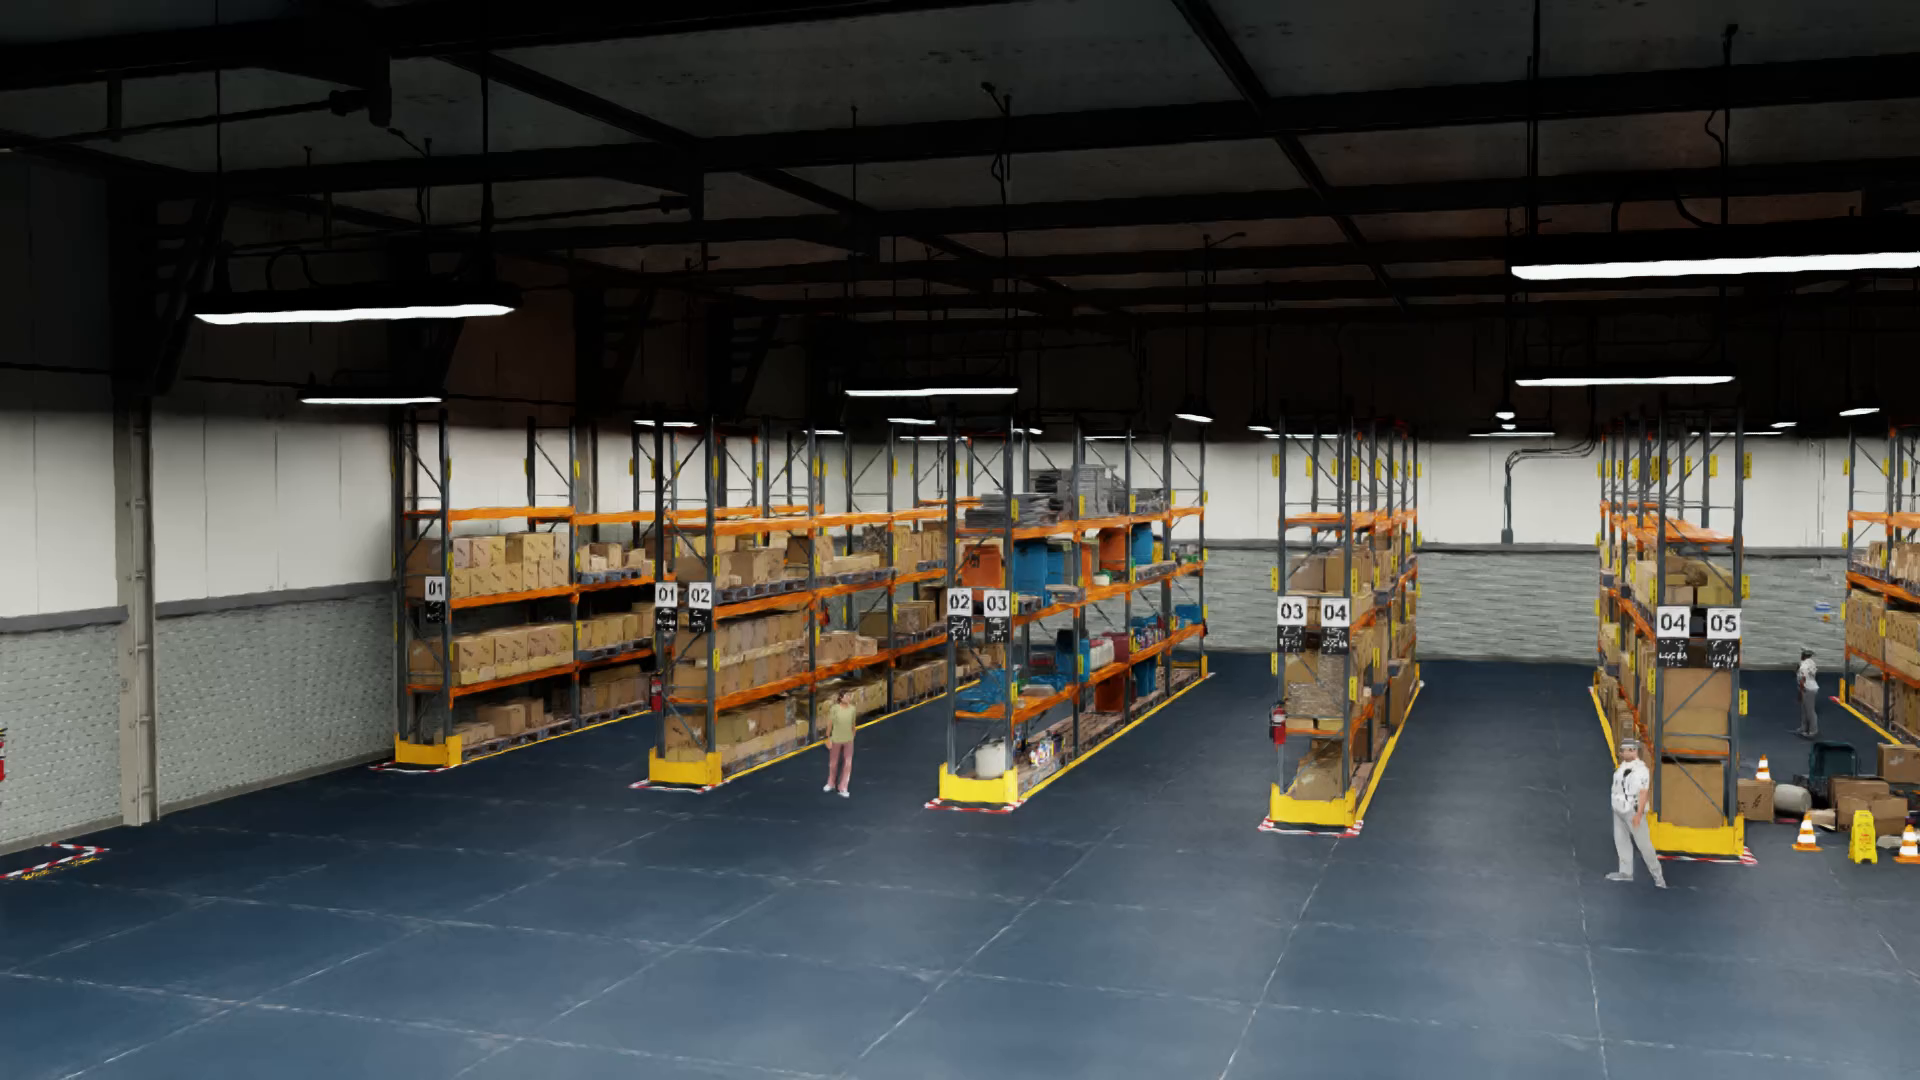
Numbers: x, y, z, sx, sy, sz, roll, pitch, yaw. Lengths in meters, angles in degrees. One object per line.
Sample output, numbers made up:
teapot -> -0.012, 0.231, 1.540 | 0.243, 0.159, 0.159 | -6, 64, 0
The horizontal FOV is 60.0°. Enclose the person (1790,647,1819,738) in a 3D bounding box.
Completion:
person -> 15.781, 2.825, 31.033 | 0.557, 1.662, 0.588 | 2, 3, 42

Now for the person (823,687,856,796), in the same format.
person -> -1.848, 3.080, 25.565 | 0.502, 1.658, 0.553 | -1, 3, -18

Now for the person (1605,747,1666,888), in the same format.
person -> 8.173, 3.285, 20.058 | 0.534, 1.718, 0.746 | 0, 2, -11
